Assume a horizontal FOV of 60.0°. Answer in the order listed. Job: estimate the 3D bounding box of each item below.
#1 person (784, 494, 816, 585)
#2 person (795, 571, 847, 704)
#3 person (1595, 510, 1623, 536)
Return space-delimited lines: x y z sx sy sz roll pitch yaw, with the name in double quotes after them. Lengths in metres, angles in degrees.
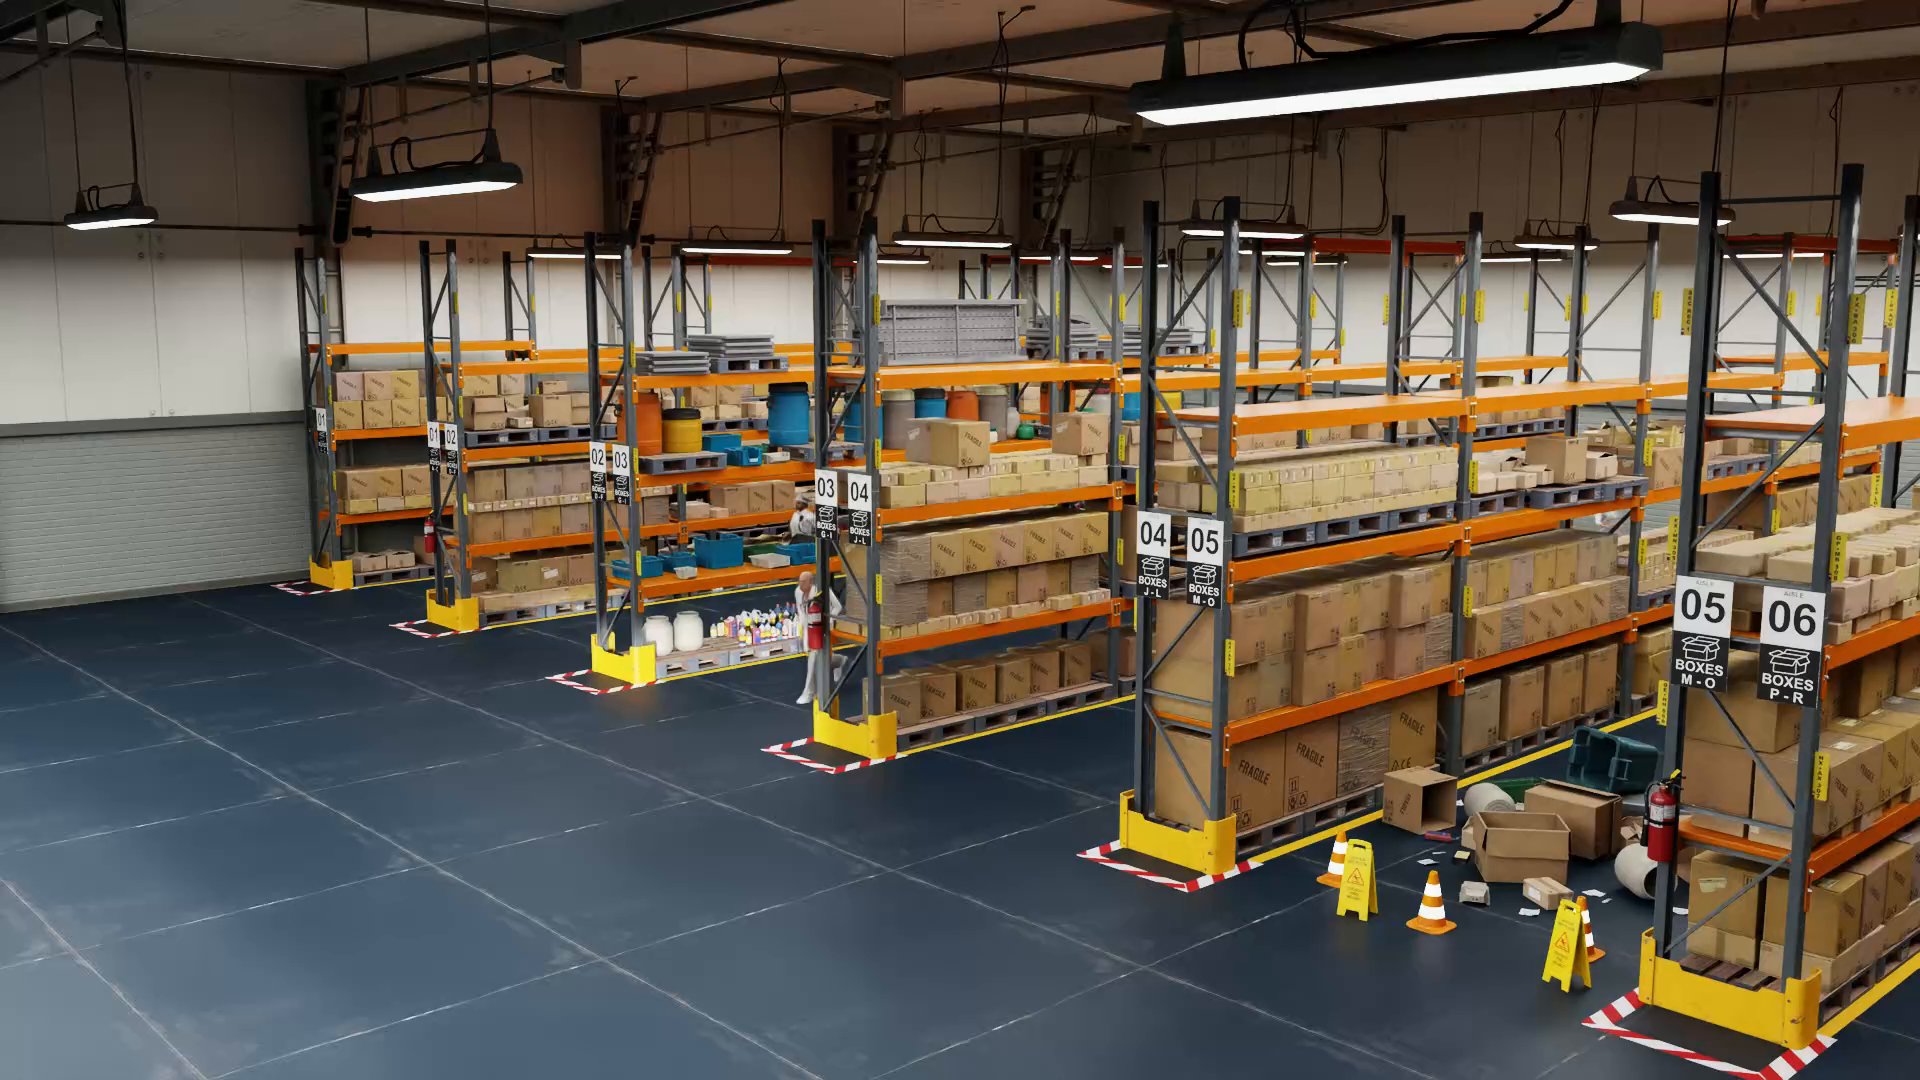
-2.612 0.088 27.090 0.562 1.684 0.561 -7 11 -41 "person"
-1.755 1.209 21.454 0.717 1.734 0.938 5 10 30 "person"
11.890 -0.065 30.537 0.548 1.552 0.738 -2 9 -12 "person"
